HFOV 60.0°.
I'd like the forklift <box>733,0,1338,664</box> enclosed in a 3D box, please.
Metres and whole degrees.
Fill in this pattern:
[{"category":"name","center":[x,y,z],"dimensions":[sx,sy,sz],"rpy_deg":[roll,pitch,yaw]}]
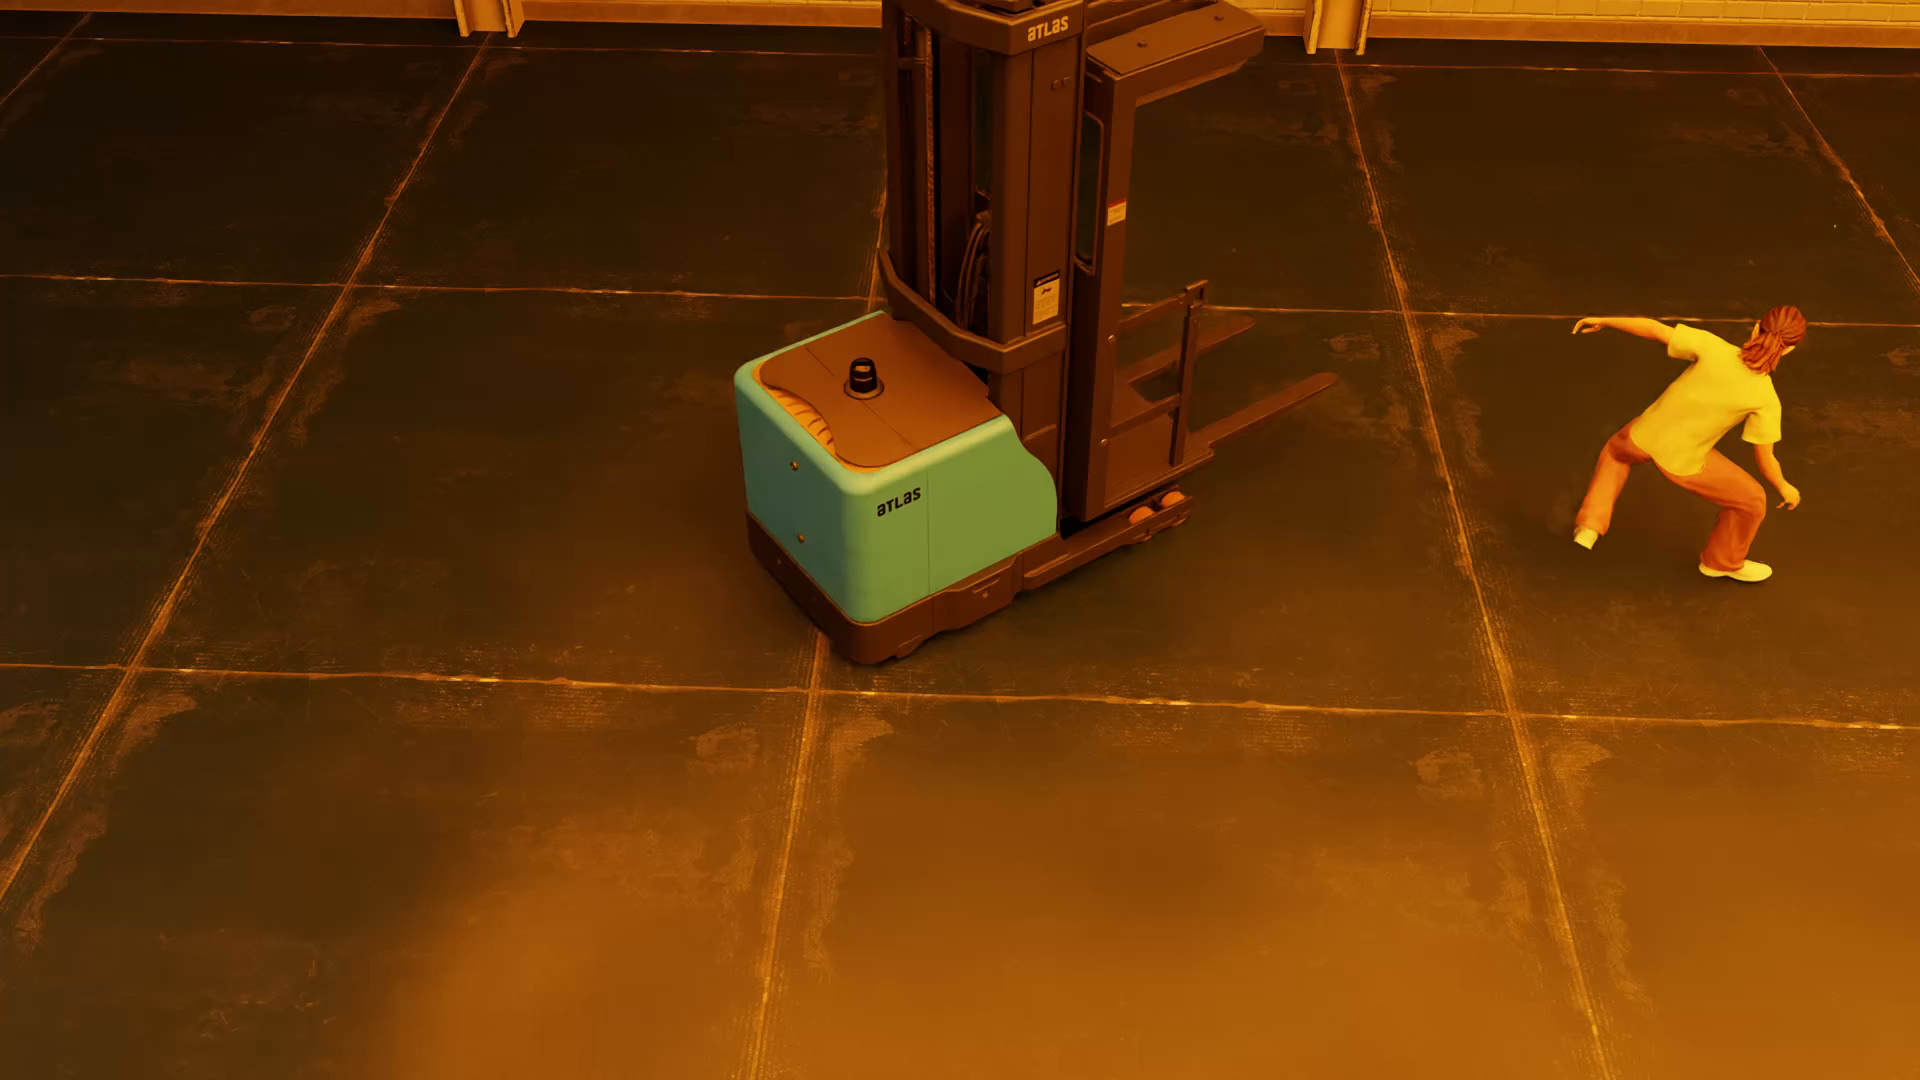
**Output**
[{"category":"forklift","center":[0.506,-1.341,7.211],"dimensions":[3.031,2.935,1.130],"rpy_deg":[-26,48,-25]}]

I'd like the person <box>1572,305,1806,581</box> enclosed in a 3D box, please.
[{"category":"person","center":[3.163,-0.448,7.355],"dimensions":[0.712,1.419,1.069],"rpy_deg":[-27,49,-27]}]
